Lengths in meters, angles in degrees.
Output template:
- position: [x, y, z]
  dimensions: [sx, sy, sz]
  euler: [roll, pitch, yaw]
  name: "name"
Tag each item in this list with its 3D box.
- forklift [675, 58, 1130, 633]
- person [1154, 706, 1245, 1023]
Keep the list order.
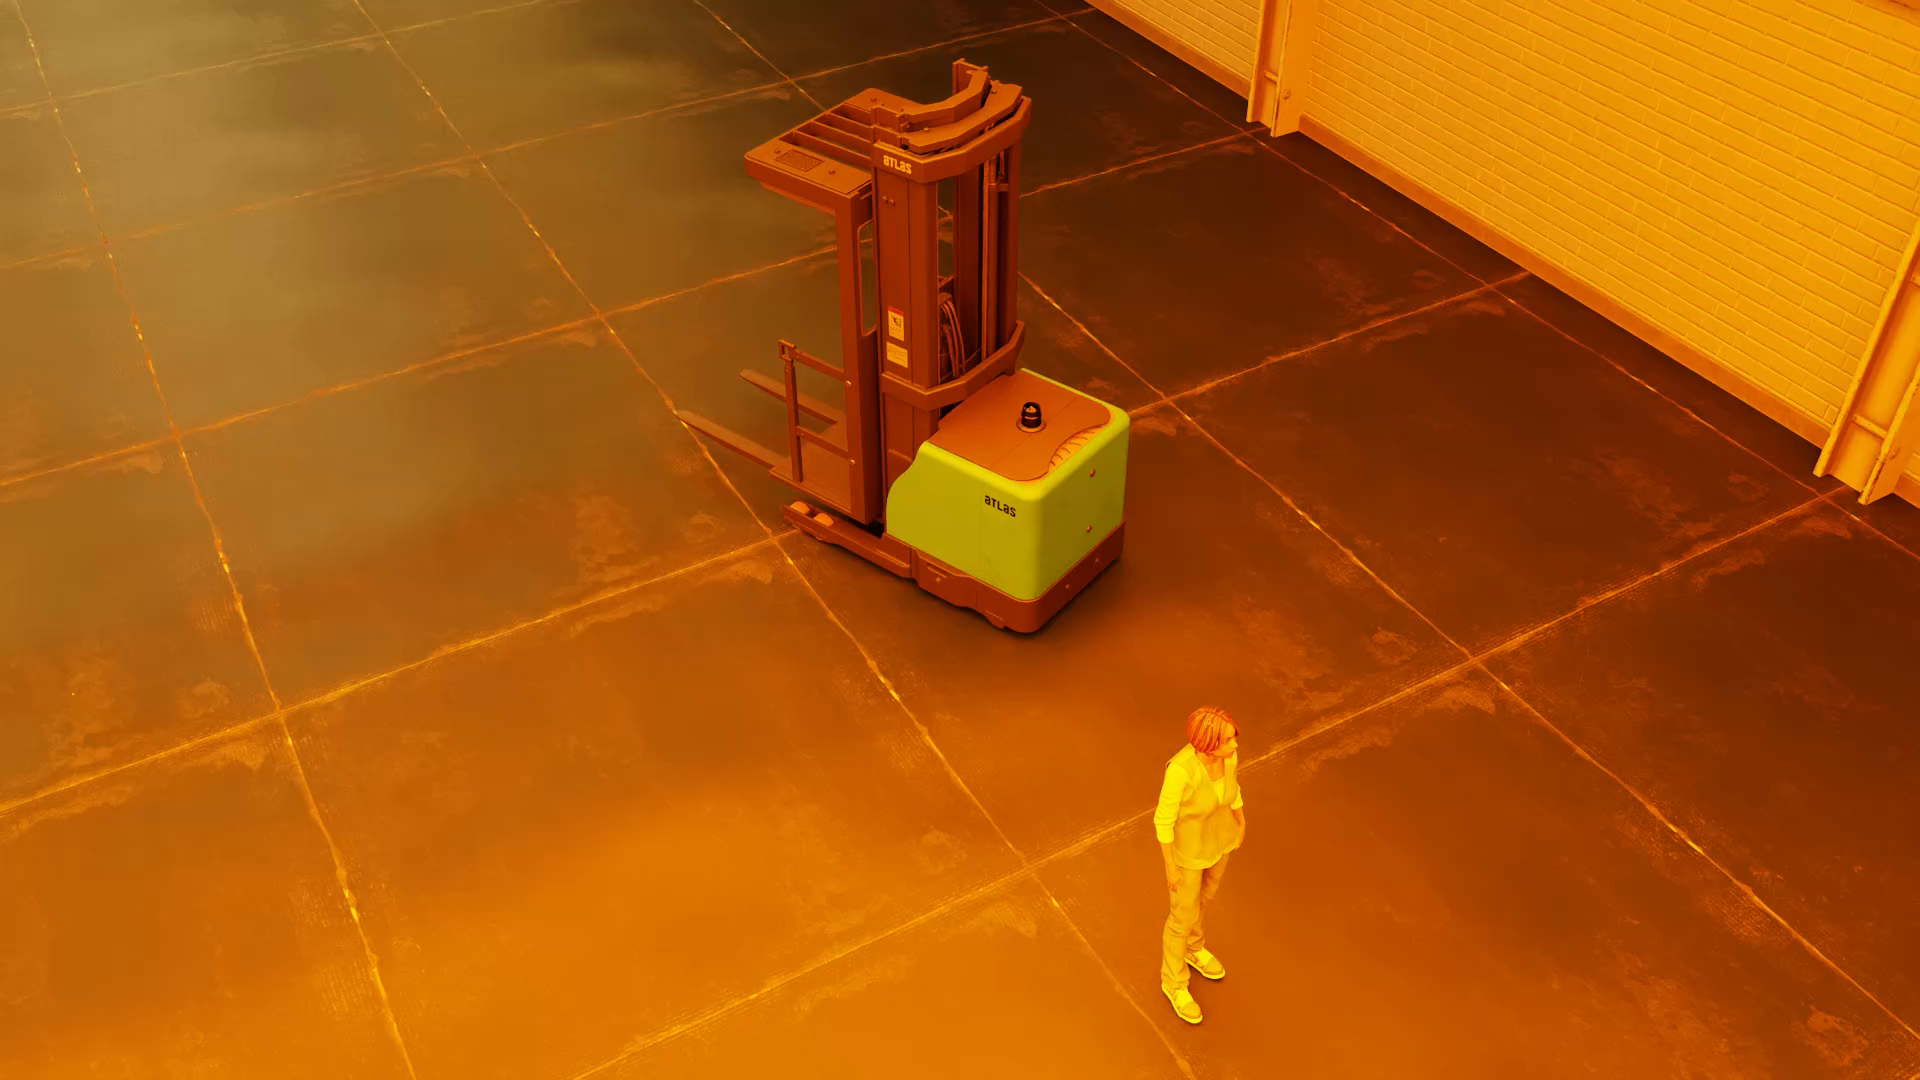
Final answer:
- position: [-0.481, -1.366, 9.683]
  dimensions: [3.031, 2.935, 1.130]
  euler: [26, 46, 28]
  name: "forklift"
- position: [1.110, 1.406, 7.374]
  dimensions: [0.520, 1.597, 0.475]
  euler: [-29, 48, -30]
  name: "person"
